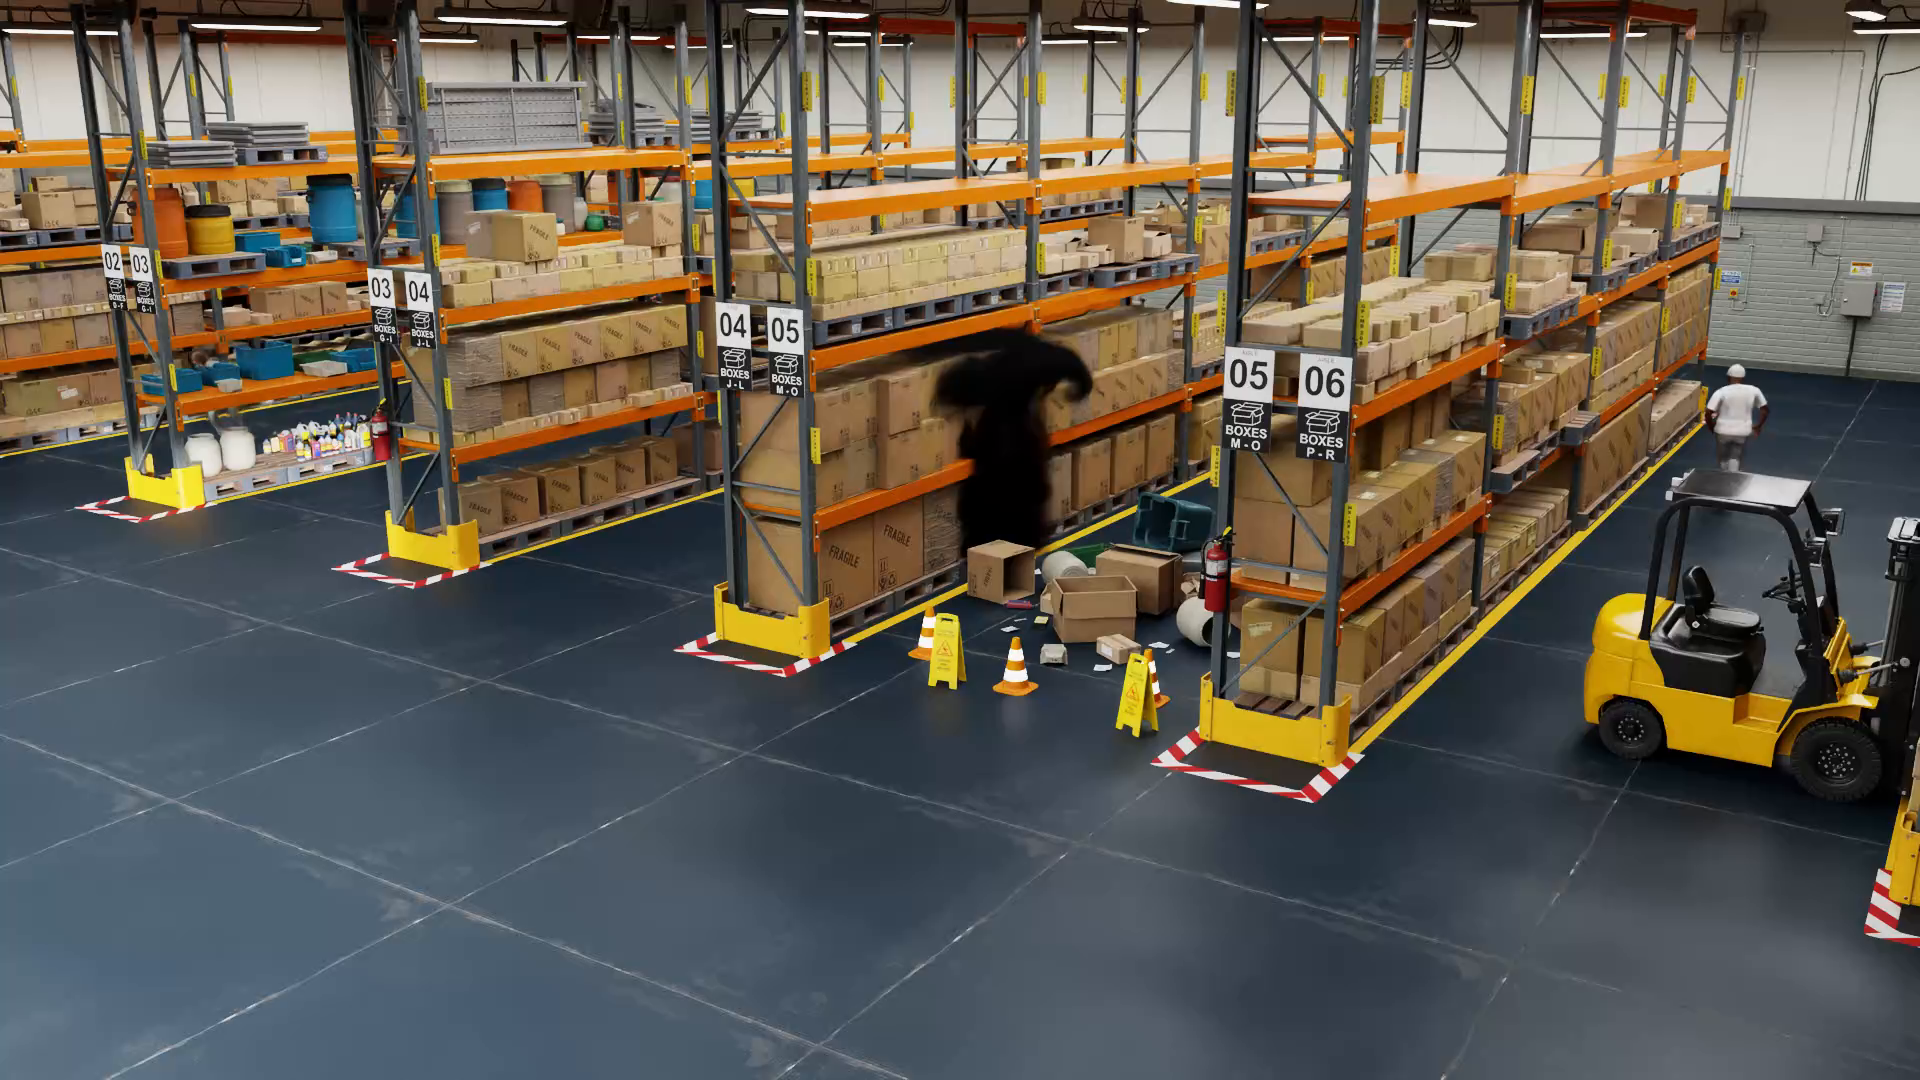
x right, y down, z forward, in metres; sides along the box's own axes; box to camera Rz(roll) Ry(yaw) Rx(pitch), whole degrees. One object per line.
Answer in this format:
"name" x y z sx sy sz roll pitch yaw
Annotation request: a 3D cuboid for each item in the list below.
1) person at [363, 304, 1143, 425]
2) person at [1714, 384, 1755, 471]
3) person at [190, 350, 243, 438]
"person" -2.582 -2.683 25.477 8.861 1.604 8.929 8 17 26
"person" 9.686 -1.253 20.860 0.435 1.409 0.533 4 16 16
"person" -10.680 -2.089 23.903 0.482 1.370 0.775 -1 16 -3
